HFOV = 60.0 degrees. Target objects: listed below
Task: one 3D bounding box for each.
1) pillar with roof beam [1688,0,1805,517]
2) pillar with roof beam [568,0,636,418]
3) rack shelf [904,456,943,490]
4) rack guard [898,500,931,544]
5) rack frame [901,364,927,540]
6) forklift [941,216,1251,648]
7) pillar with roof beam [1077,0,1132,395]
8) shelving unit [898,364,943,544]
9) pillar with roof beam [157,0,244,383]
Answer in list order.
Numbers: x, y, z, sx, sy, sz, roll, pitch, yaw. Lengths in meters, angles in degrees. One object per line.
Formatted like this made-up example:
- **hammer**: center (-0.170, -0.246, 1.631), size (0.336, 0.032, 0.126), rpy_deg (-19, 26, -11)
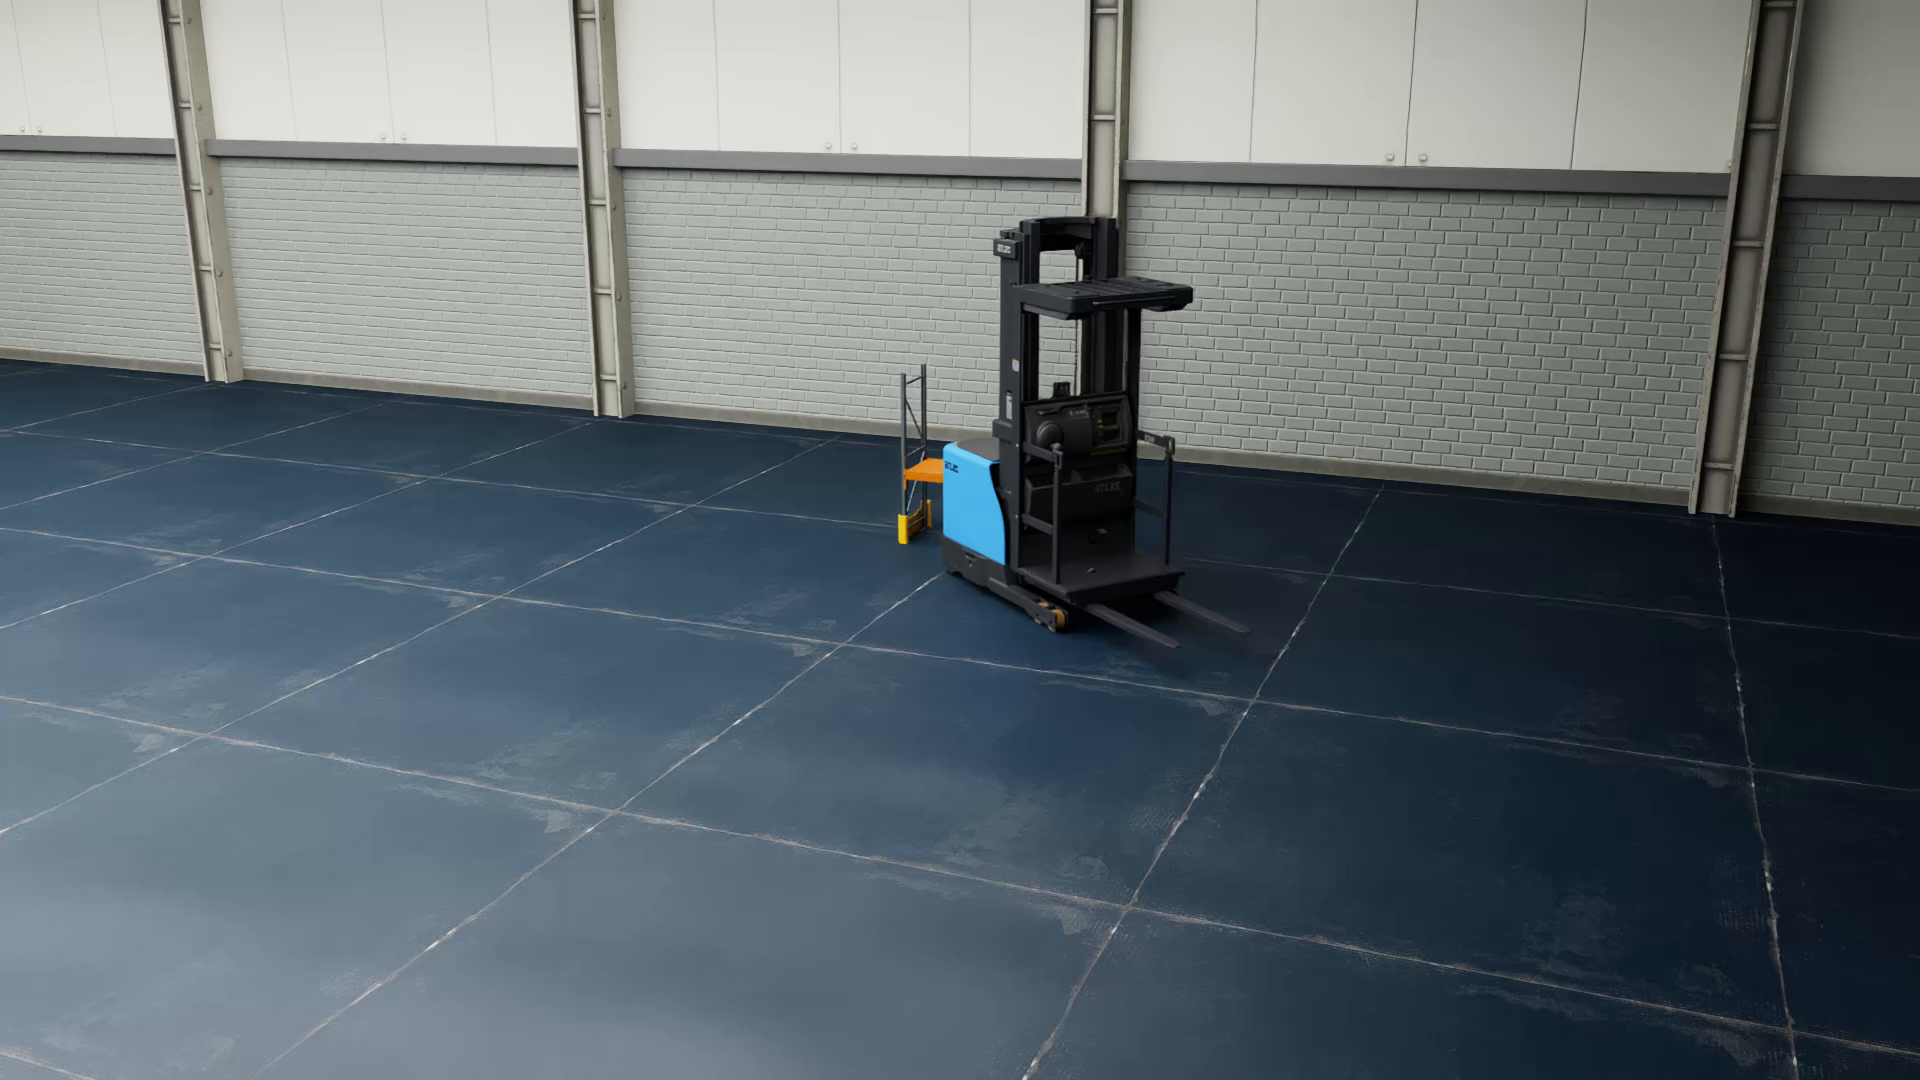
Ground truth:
- **pillar with roof beam**: center (5.472, -3.475, 10.502), size (0.400, 9.000, 9.100), rpy_deg (6, 17, 21)
- **pillar with roof beam**: center (-5.691, -4.702, 14.730), size (0.400, 9.000, 9.100), rpy_deg (6, 17, 21)
- **rack shelf**: center (0.071, -0.543, 14.497), size (1.000, 0.185, 0.538), rpy_deg (6, 17, 20)
- **rack guard**: center (-0.401, -0.167, 14.798), size (0.087, 0.250, 0.587), rpy_deg (6, 17, 20)
- **rack frame**: center (-0.403, -0.767, 14.623), size (0.032, 1.500, 0.500), rpy_deg (6, 17, 20)
- **forklift**: center (1.008, -0.874, 12.426), size (1.130, 2.935, 3.031), rpy_deg (-9, 18, -28)
- **pillar with roof beam**: center (-0.110, -4.088, 12.616), size (0.400, 9.000, 9.100), rpy_deg (6, 17, 21)
- **shelving unit**: center (0.063, -0.716, 14.449), size (1.083, 1.500, 0.587), rpy_deg (6, 17, 20)
- **pillar with roof beam**: center (-11.273, -5.316, 16.844), size (0.400, 9.000, 9.100), rpy_deg (6, 17, 21)
